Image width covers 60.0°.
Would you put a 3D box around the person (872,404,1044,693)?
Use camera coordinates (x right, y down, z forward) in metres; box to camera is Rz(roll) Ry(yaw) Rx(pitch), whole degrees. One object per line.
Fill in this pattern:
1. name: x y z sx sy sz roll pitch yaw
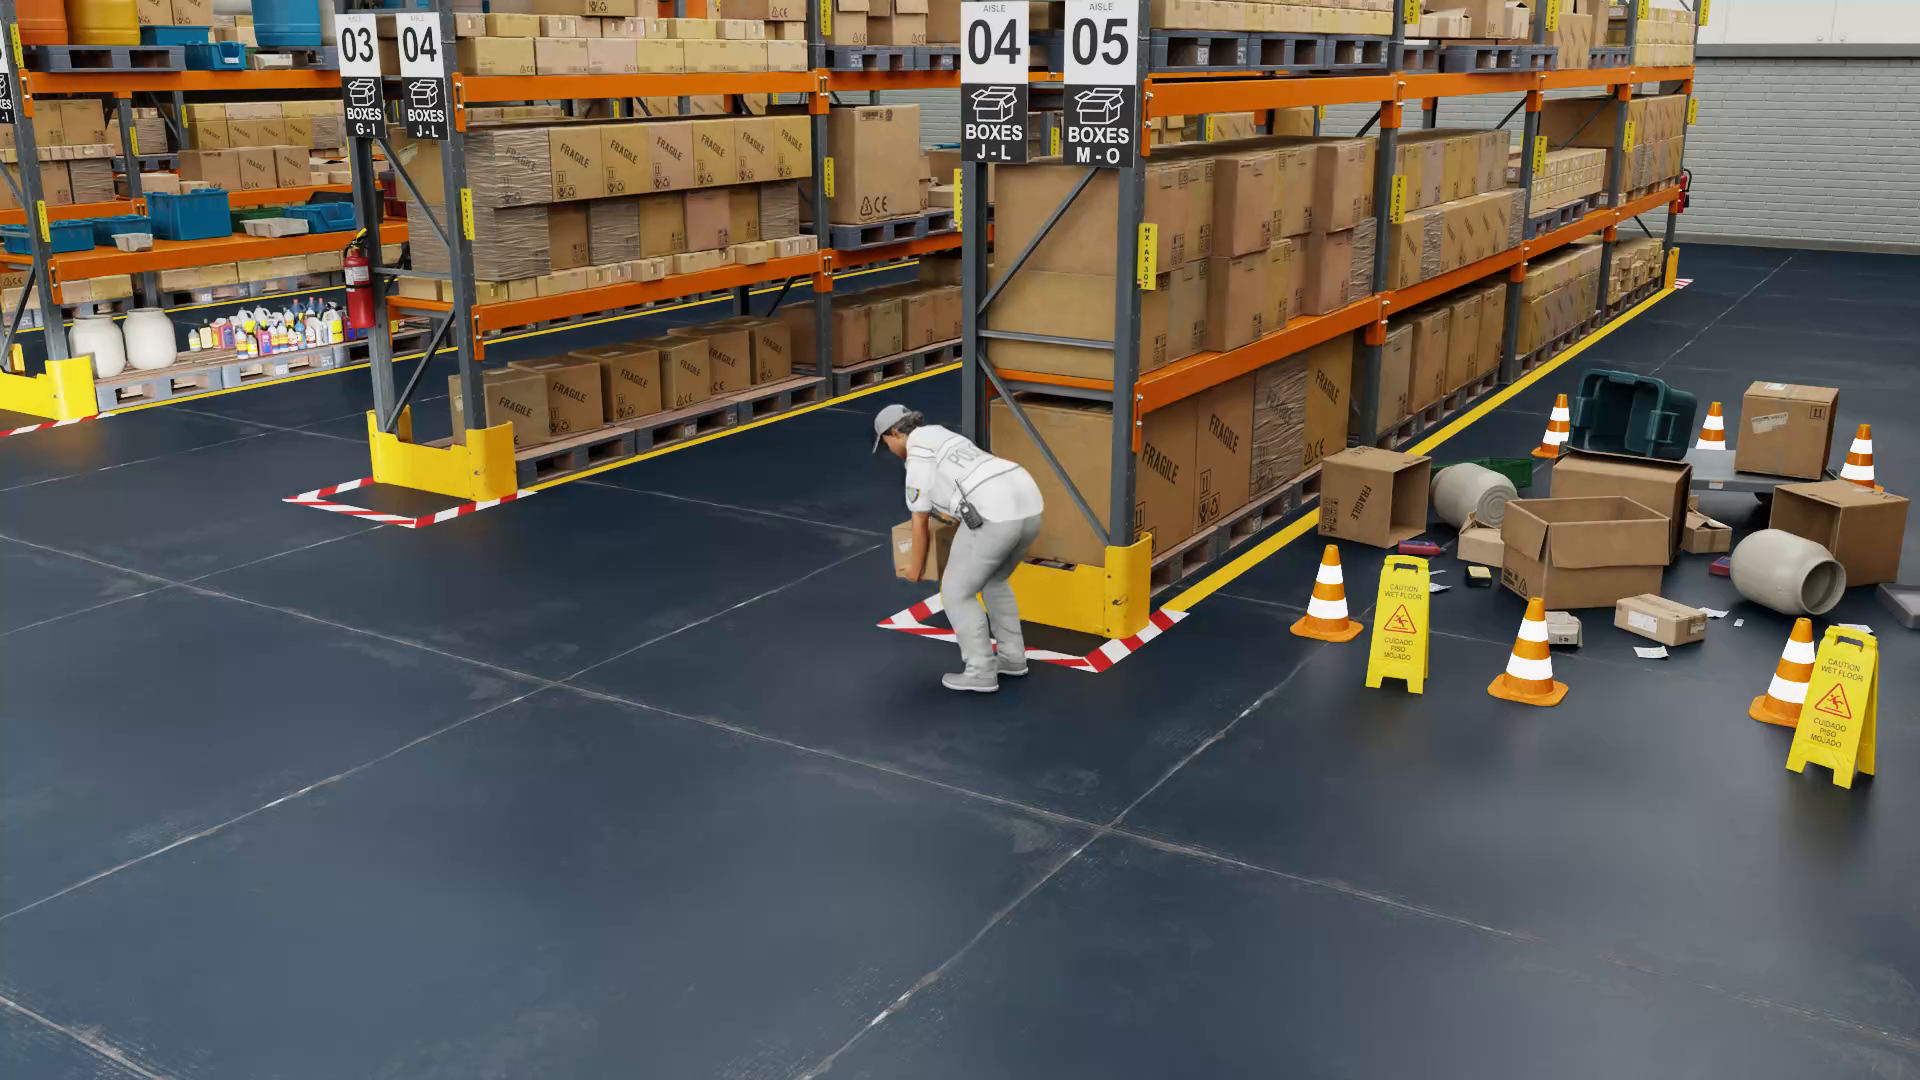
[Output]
1. person: -0.030 0.028 8.061 0.875 1.323 0.459 10 19 30
